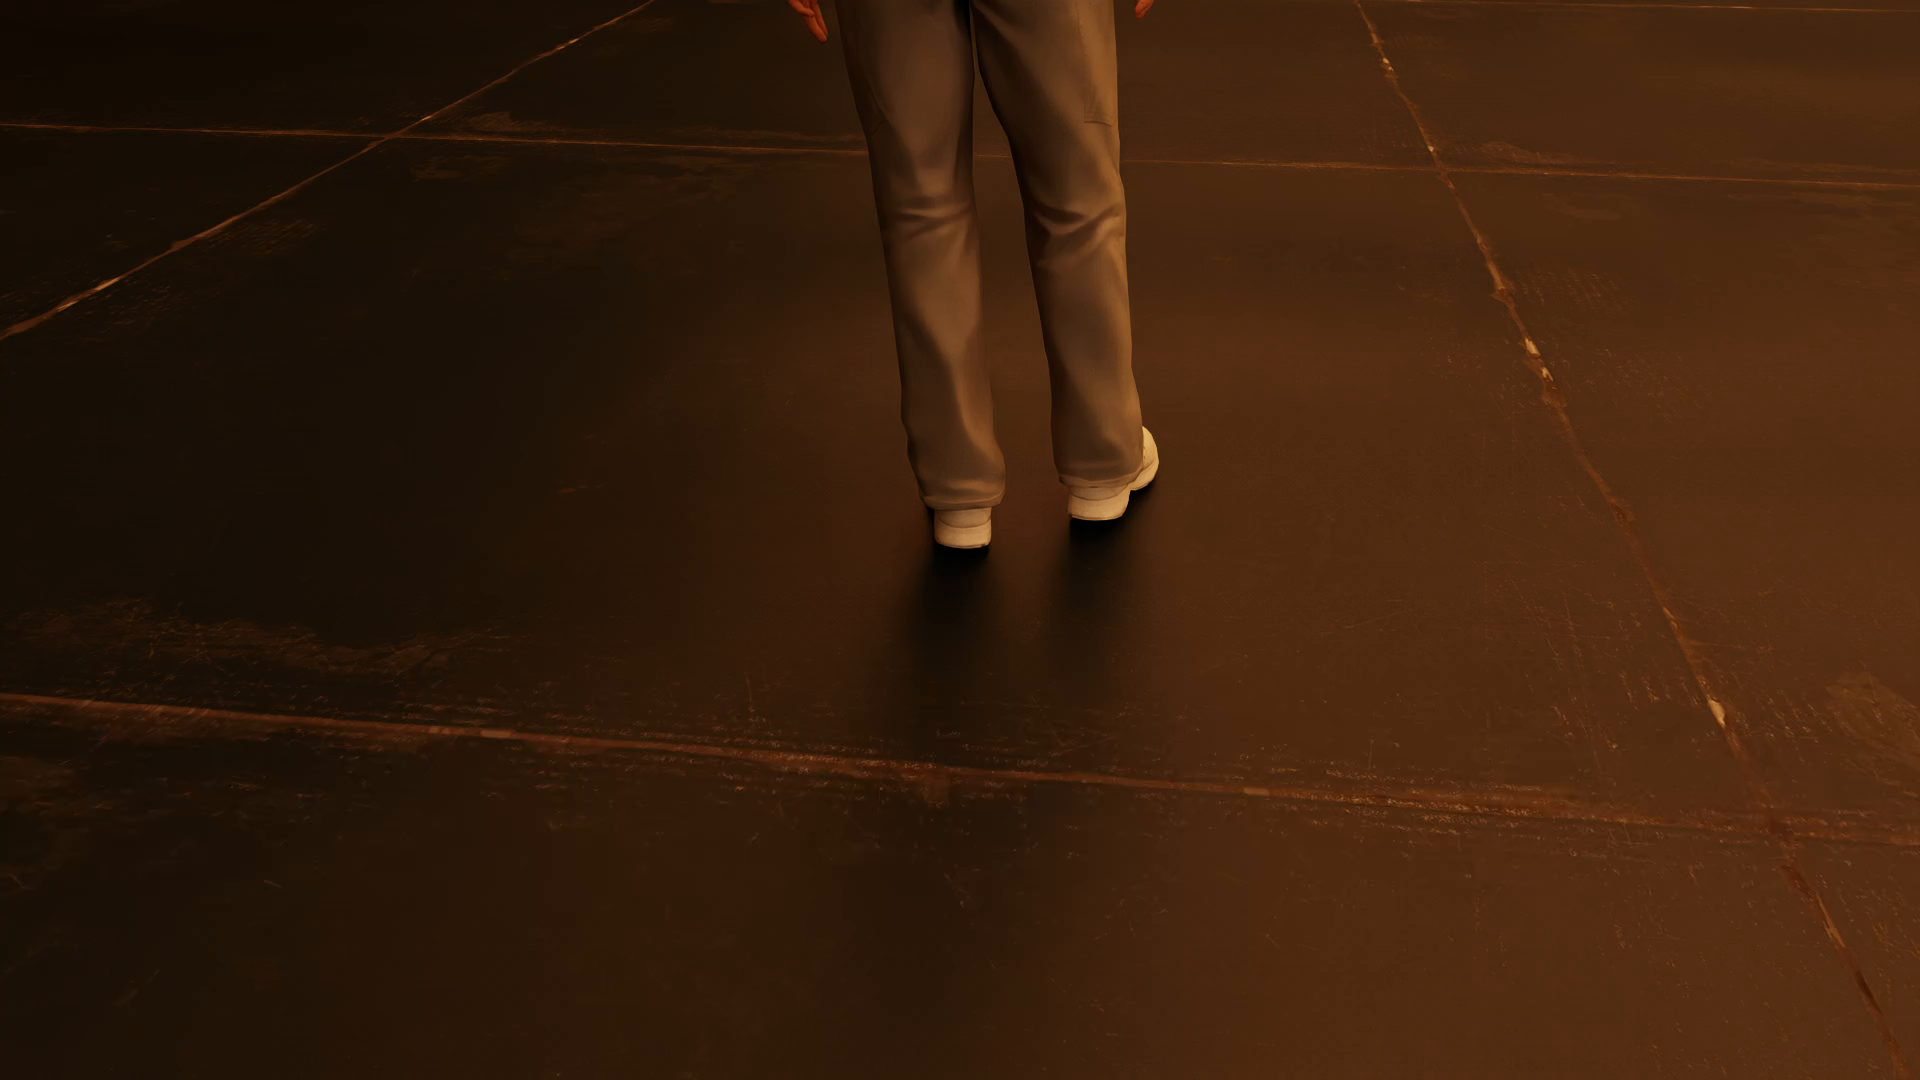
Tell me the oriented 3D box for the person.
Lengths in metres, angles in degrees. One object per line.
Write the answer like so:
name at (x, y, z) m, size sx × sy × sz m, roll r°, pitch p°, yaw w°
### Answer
person at (0.023, -0.788, 2.187) m, size 0.550 × 1.673 × 0.548 m, roll 3°, pitch 27°, yaw 7°
